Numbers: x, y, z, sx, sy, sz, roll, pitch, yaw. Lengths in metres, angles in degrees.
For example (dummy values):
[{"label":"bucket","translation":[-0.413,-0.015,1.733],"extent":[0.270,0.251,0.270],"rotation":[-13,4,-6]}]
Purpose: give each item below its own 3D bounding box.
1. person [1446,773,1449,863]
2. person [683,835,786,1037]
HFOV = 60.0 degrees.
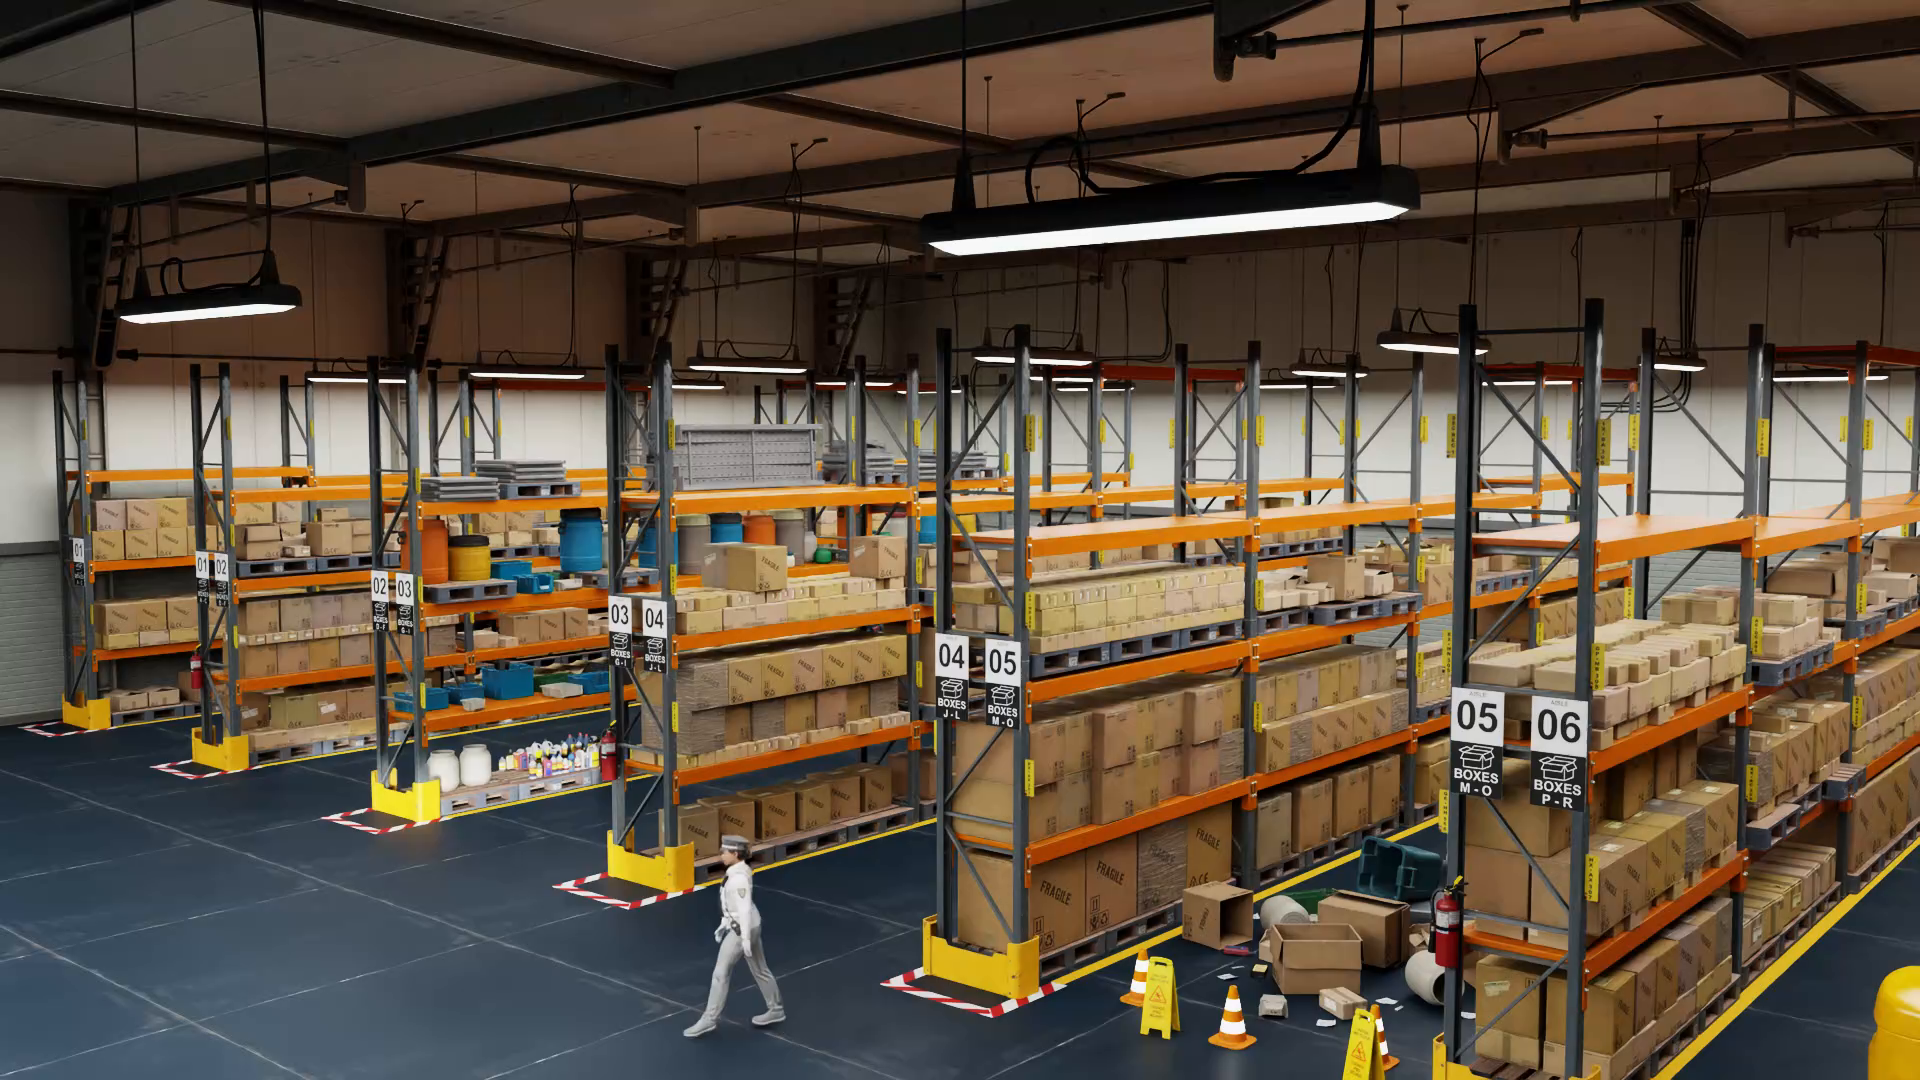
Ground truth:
[{"label":"person","translation":[5.898,3.010,19.148],"extent":[0.507,1.562,0.705],"rotation":[4,6,42]},{"label":"person","translation":[-1.902,3.316,14.085],"extent":[0.828,1.651,0.509],"rotation":[0,4,1]}]
